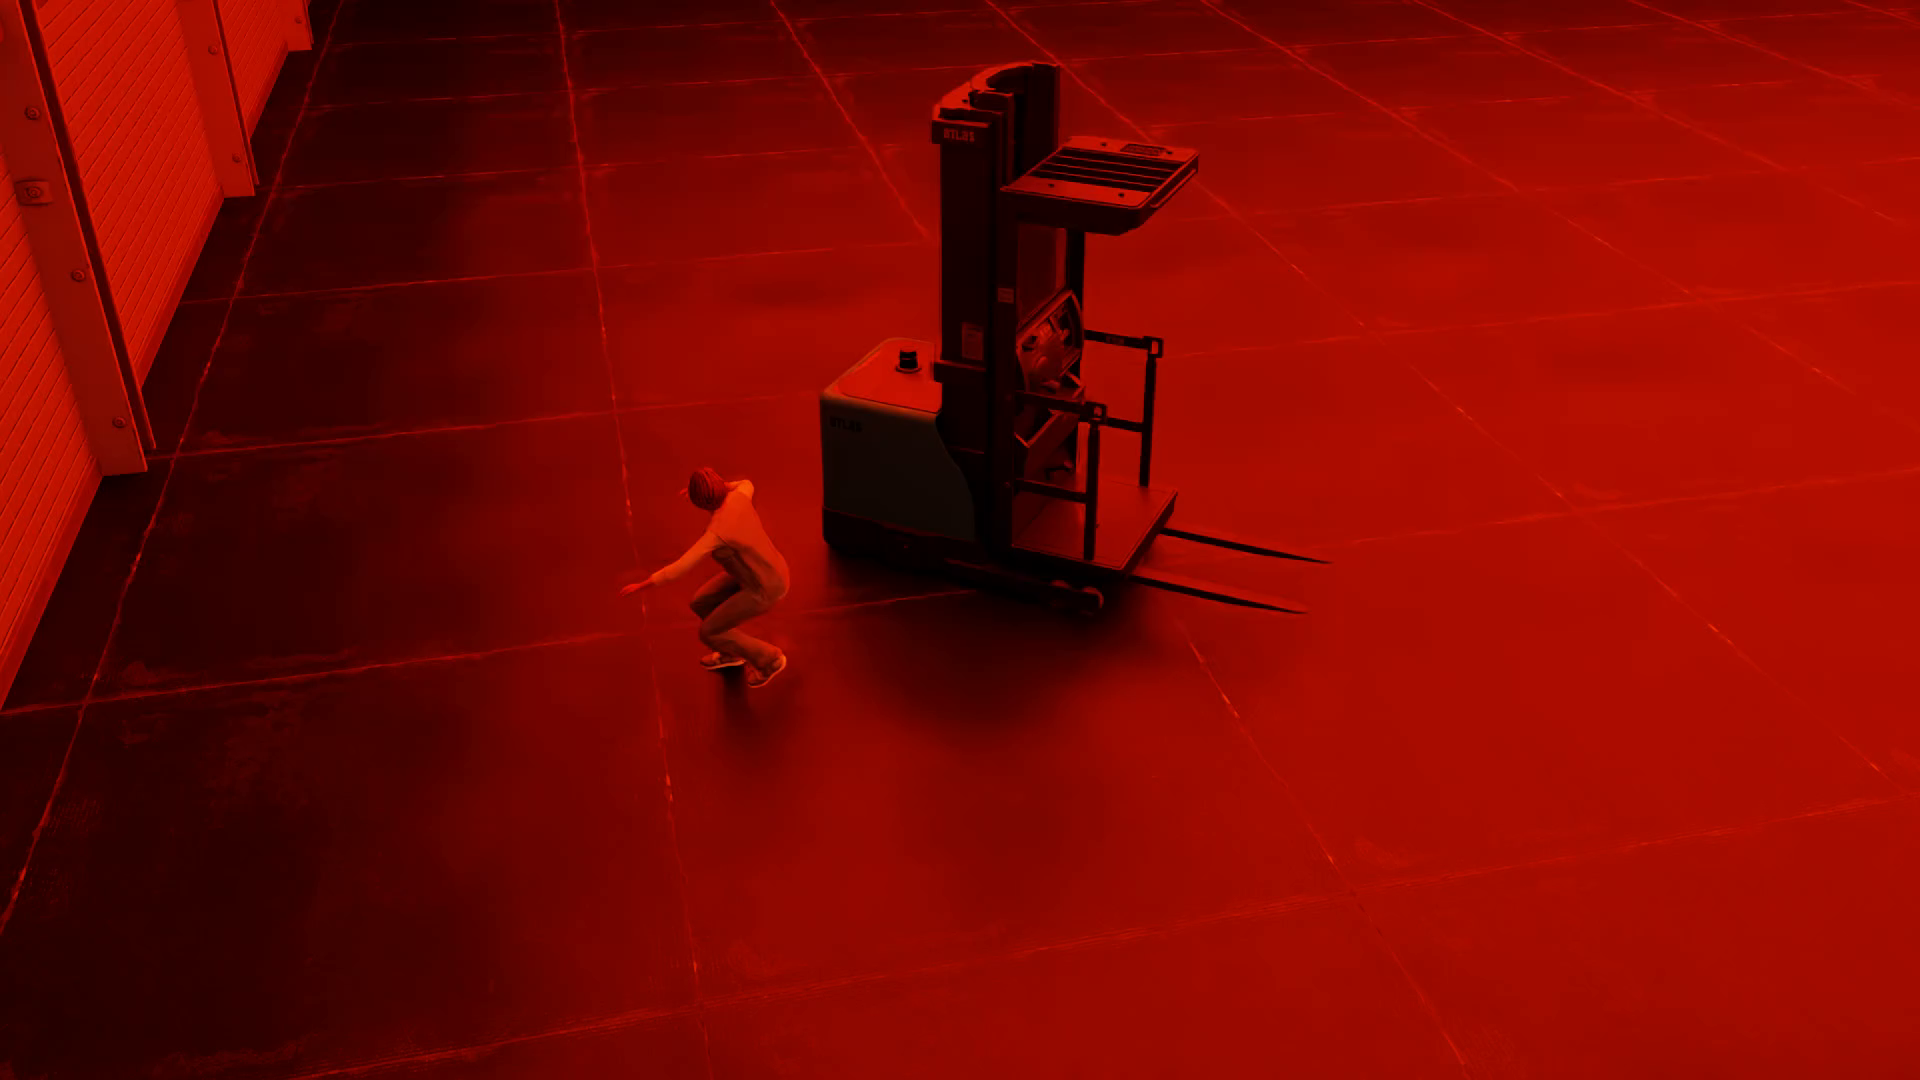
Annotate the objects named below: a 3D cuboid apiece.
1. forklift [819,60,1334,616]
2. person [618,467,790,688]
[{"bbox_3d":[0.703,-1.129,9.525,3.031,2.935,1.130,13,32,21],"label":"forklift"},{"bbox_3d":[-1.347,0.185,8.858,0.882,1.331,0.680,-2,30,-3],"label":"person"}]
